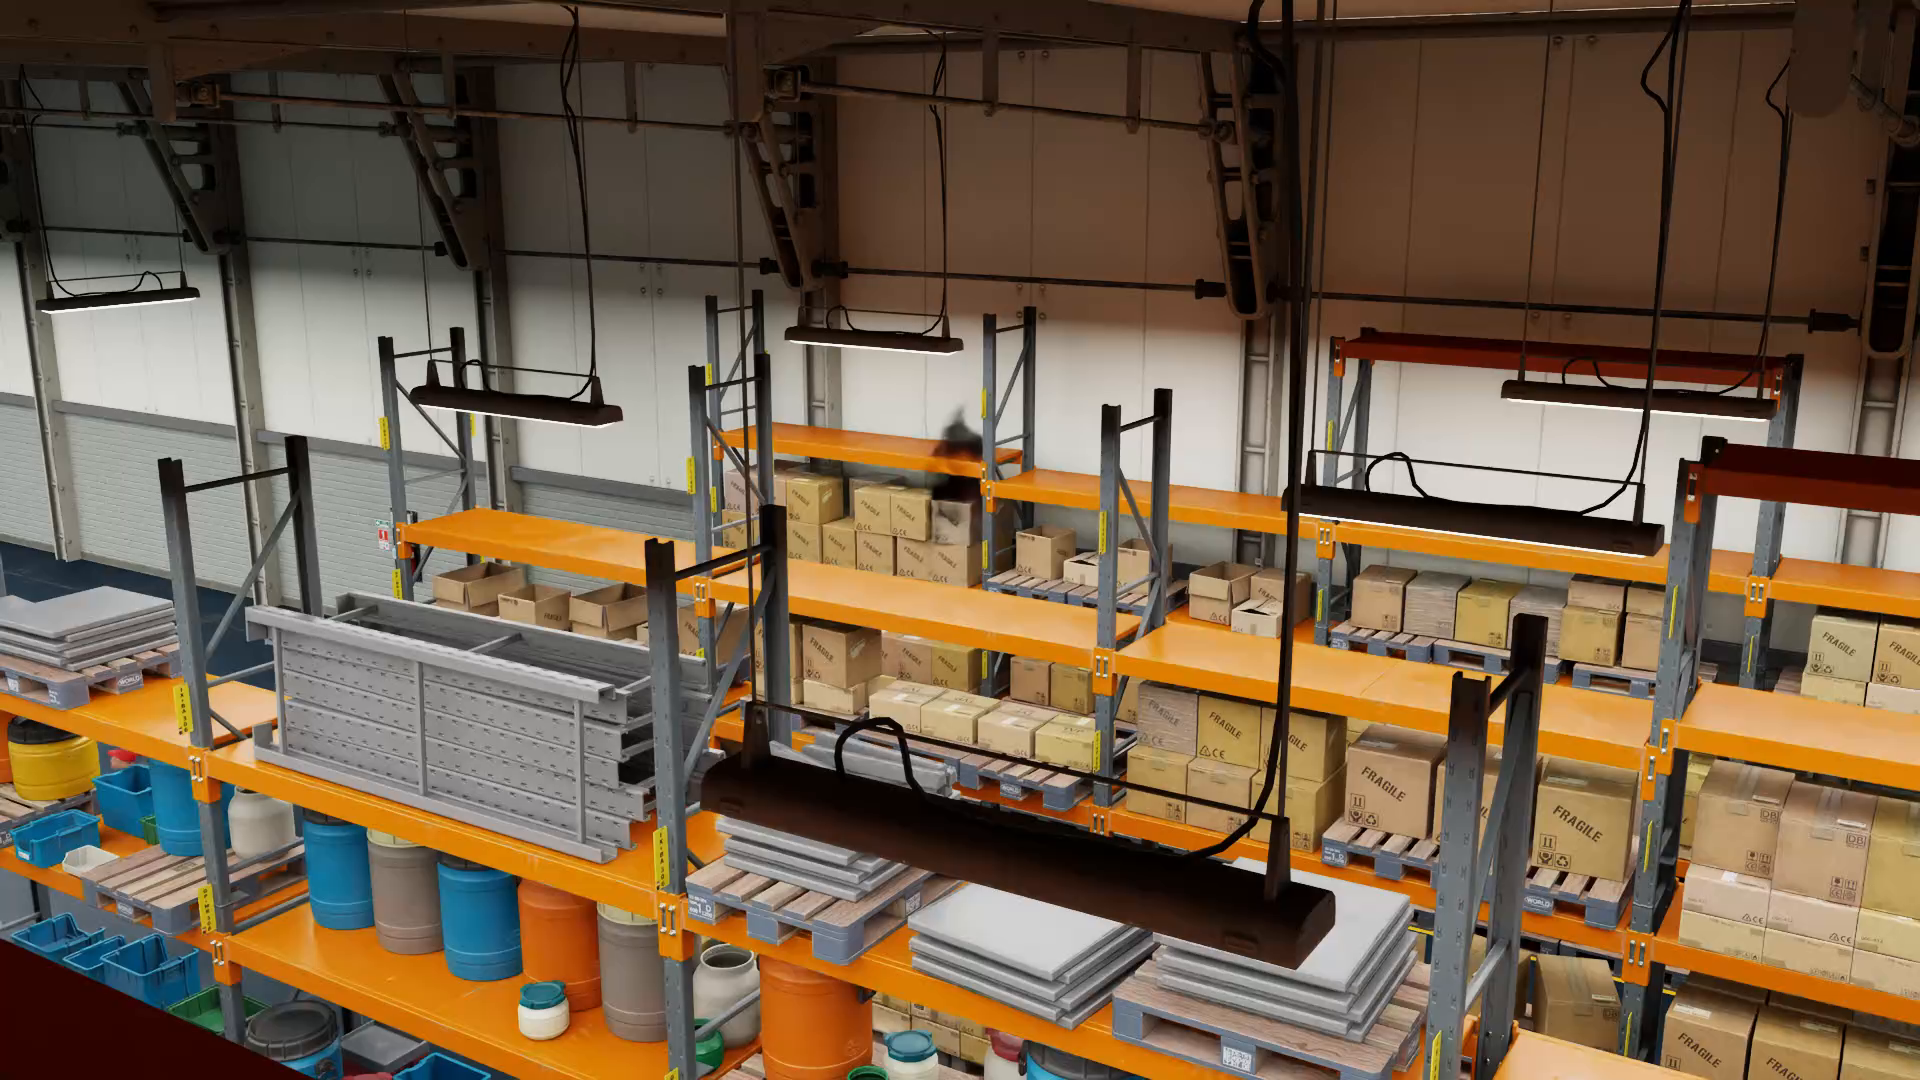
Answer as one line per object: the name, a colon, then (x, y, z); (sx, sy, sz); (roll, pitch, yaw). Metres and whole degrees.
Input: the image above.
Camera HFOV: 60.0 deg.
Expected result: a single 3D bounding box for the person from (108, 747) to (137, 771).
person: (-8.684, 3.008, 17.437); (0.709, 1.806, 0.620); (-9, 16, -31)
